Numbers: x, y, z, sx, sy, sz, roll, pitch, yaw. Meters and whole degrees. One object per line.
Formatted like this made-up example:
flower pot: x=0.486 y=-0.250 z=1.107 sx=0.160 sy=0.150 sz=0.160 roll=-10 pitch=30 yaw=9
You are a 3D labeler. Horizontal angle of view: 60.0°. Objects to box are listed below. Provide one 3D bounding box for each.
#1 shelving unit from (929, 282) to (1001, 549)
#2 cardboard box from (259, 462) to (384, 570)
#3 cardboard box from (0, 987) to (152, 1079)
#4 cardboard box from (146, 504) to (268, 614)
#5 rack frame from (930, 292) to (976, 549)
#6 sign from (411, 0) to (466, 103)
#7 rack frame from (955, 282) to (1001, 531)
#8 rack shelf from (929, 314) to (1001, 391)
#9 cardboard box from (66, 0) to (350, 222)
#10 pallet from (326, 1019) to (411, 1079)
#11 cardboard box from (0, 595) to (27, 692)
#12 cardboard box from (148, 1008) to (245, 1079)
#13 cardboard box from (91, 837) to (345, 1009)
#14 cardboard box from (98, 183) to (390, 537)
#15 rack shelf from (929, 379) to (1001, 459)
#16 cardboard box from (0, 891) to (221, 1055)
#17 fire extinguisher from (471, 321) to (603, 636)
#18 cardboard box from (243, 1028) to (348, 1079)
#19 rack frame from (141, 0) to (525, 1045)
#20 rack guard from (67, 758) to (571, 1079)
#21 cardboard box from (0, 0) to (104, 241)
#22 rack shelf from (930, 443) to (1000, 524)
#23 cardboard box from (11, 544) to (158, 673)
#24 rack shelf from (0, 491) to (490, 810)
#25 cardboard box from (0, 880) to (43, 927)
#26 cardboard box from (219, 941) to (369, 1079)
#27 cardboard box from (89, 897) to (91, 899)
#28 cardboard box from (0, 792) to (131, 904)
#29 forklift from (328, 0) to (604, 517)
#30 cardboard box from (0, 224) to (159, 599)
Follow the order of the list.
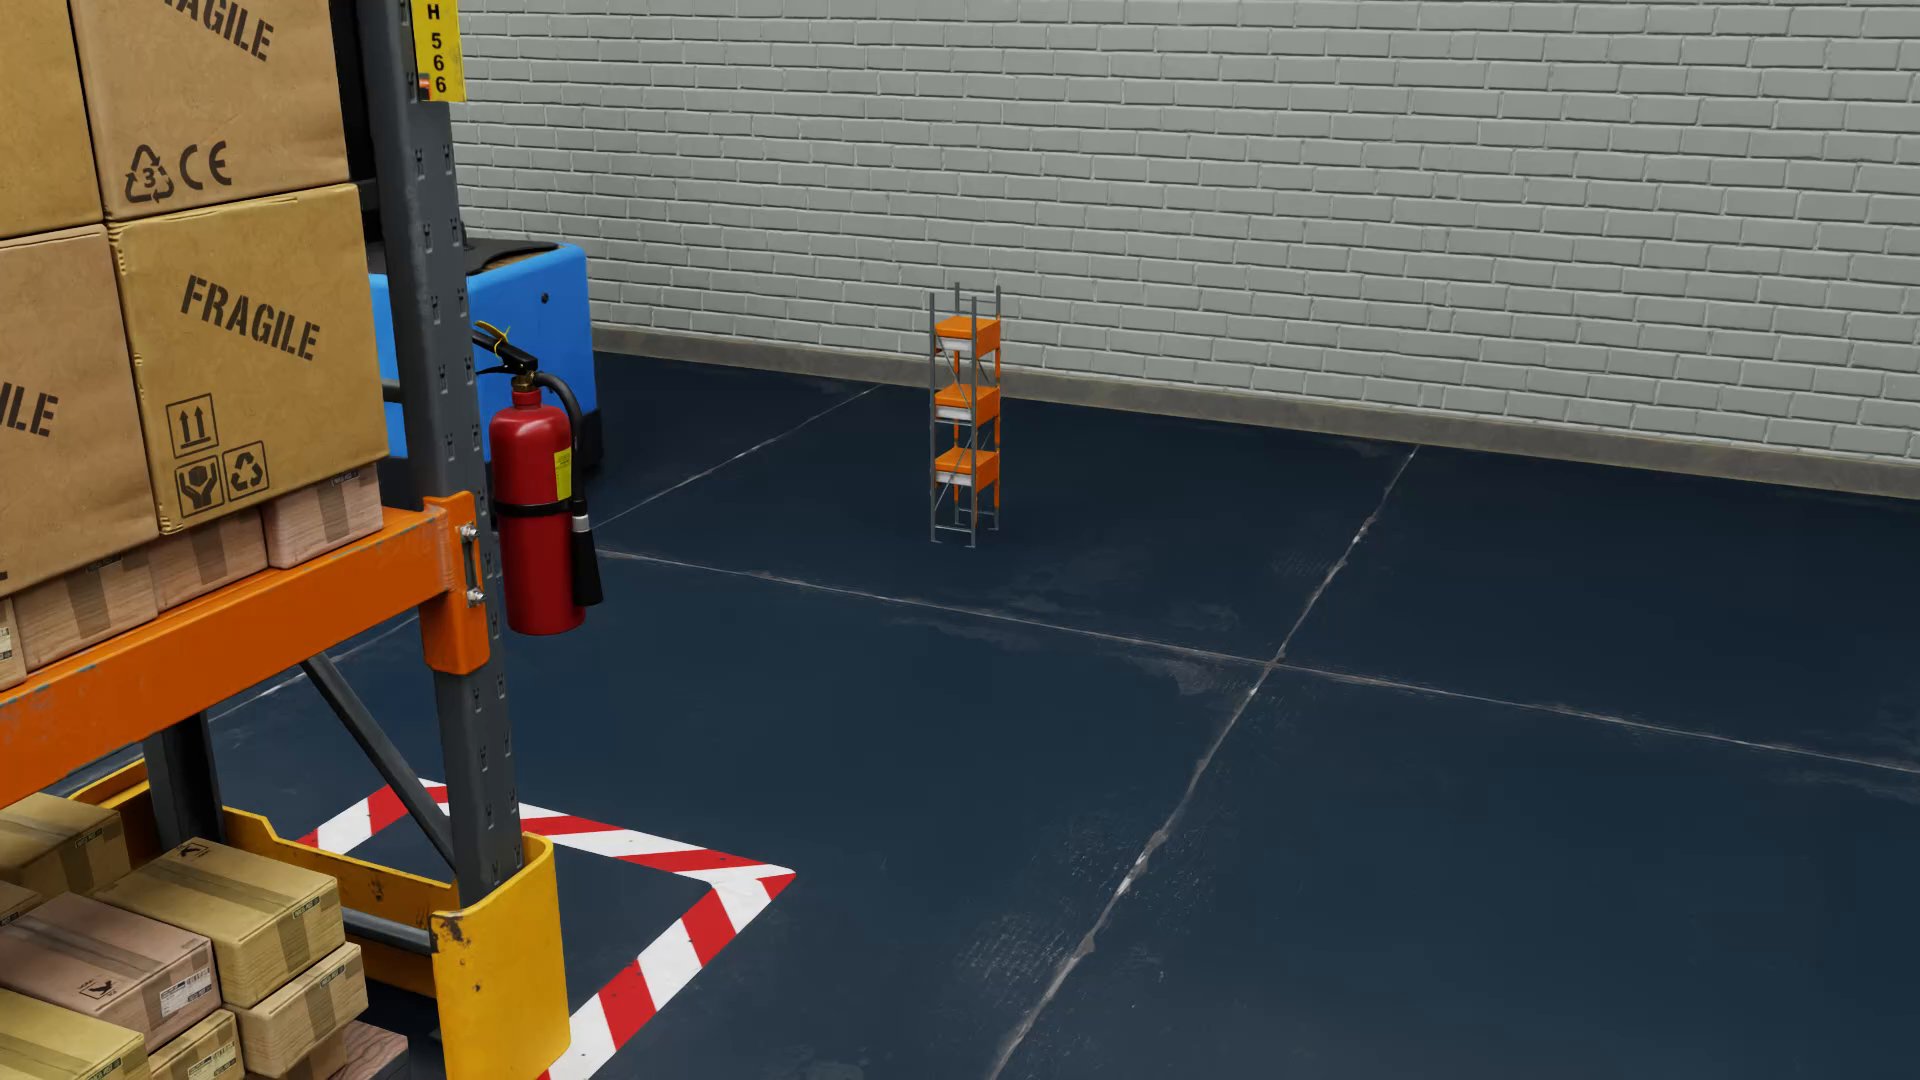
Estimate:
shelving unit: x=0.022 y=-0.511 z=6.839 sx=0.215 sy=1.050 sz=0.252 roll=9 pitch=21 yaw=23
cardboard box: x=-1.308 y=-0.078 z=3.087 sx=0.380 sy=0.149 sz=0.250 roll=9 pitch=21 yaw=23
cardboard box: x=-1.564 y=0.892 z=2.723 sx=0.380 sy=0.149 sz=0.250 roll=8 pitch=21 yaw=21
cardboard box: x=-1.445 y=-0.007 z=2.888 sx=0.380 sy=0.149 sz=0.250 roll=9 pitch=21 yaw=23
rack frame: x=-0.028 y=-0.474 z=6.734 sx=0.200 sy=1.050 sz=0.008 roll=9 pitch=21 yaw=23
sign: x=-0.935 y=-0.947 z=2.956 sx=0.100 sy=0.325 sz=0.005 roll=9 pitch=21 yaw=23
rack frame: x=0.072 y=-0.548 z=6.944 sx=0.200 sy=1.050 sz=0.008 roll=9 pitch=21 yaw=23
rack shelf: x=0.022 y=-0.768 z=6.747 sx=0.215 sy=0.259 sz=0.240 roll=9 pitch=21 yaw=23
cardboard box: x=-1.393 y=-0.819 z=2.711 sx=0.500 sy=0.500 sz=0.500 roll=8 pitch=21 yaw=22
pallet: x=-1.829 y=1.246 z=3.151 sx=1.003 sy=0.211 sz=1.213 roll=9 pitch=21 yaw=23
cardboard box: x=-1.617 y=0.153 z=2.438 sx=0.380 sy=0.149 sz=0.250 roll=9 pitch=22 yaw=24
cardboard box: x=-1.545 y=0.943 z=3.024 sx=0.380 sy=0.149 sz=0.250 roll=8 pitch=21 yaw=21
cardboard box: x=-1.418 y=0.727 z=3.189 sx=0.380 sy=0.149 sz=0.250 roll=9 pitch=21 yaw=23
cardboard box: x=-1.382 y=-0.350 z=2.882 sx=0.500 sy=0.500 sz=0.500 roll=9 pitch=21 yaw=24
rack shelf: x=0.022 y=-0.501 z=6.842 sx=0.215 sy=0.259 sz=0.240 roll=9 pitch=21 yaw=23
cardboard box: x=-1.574 y=0.796 z=2.995 sx=0.380 sy=0.149 sz=0.250 roll=9 pitch=21 yaw=24
fire extinguisher: x=-0.909 y=-0.136 z=3.548 sx=0.296 sy=0.674 sz=0.183 roll=9 pitch=21 yaw=23
cardboard box: x=-1.458 y=1.000 z=3.308 sx=0.380 sy=0.149 sz=0.250 roll=9 pitch=21 yaw=24
rack frame: x=-1.433 y=-0.335 z=3.434 sx=1.000 sy=3.000 sz=0.127 roll=9 pitch=21 yaw=23
rack guard: x=-1.464 y=0.866 z=3.788 sx=1.175 sy=0.500 sz=0.348 roll=9 pitch=21 yaw=23
cardboard box: x=-1.601 y=-0.664 z=2.275 sx=0.500 sy=0.500 sz=0.500 roll=8 pitch=21 yaw=21
rack shelf: x=0.022 y=-0.239 z=6.936 sx=0.215 sy=0.259 sz=0.240 roll=9 pitch=21 yaw=23
cardboard box: x=-1.533 y=0.071 z=2.666 sx=0.380 sy=0.149 sz=0.250 roll=8 pitch=21 yaw=22
rack shelf: x=-2.252 y=0.615 z=1.835 sx=1.077 sy=0.370 sz=4.000 roll=9 pitch=21 yaw=23
cardboard box: x=-1.960 y=0.744 z=3.139 sx=0.380 sy=0.149 sz=0.250 roll=9 pitch=21 yaw=24
cardboard box: x=-1.389 y=0.871 z=3.228 sx=0.380 sy=0.149 sz=0.250 roll=8 pitch=21 yaw=21
cardboard box: x=-1.882 y=0.795 z=3.440 sx=0.380 sy=0.149 sz=0.250 roll=10 pitch=22 yaw=25
cardboard box: x=-1.957 y=0.644 z=3.422 sx=0.380 sy=0.149 sz=0.250 roll=8 pitch=21 yaw=20
forklift: x=-3.258 y=-1.713 z=7.413 sx=3.031 sy=2.935 sz=1.130 roll=6 pitch=20 yaw=17
cardboard box: x=-1.598 y=-0.193 z=2.441 sx=0.500 sy=0.500 sz=0.500 roll=8 pitch=21 yaw=22
